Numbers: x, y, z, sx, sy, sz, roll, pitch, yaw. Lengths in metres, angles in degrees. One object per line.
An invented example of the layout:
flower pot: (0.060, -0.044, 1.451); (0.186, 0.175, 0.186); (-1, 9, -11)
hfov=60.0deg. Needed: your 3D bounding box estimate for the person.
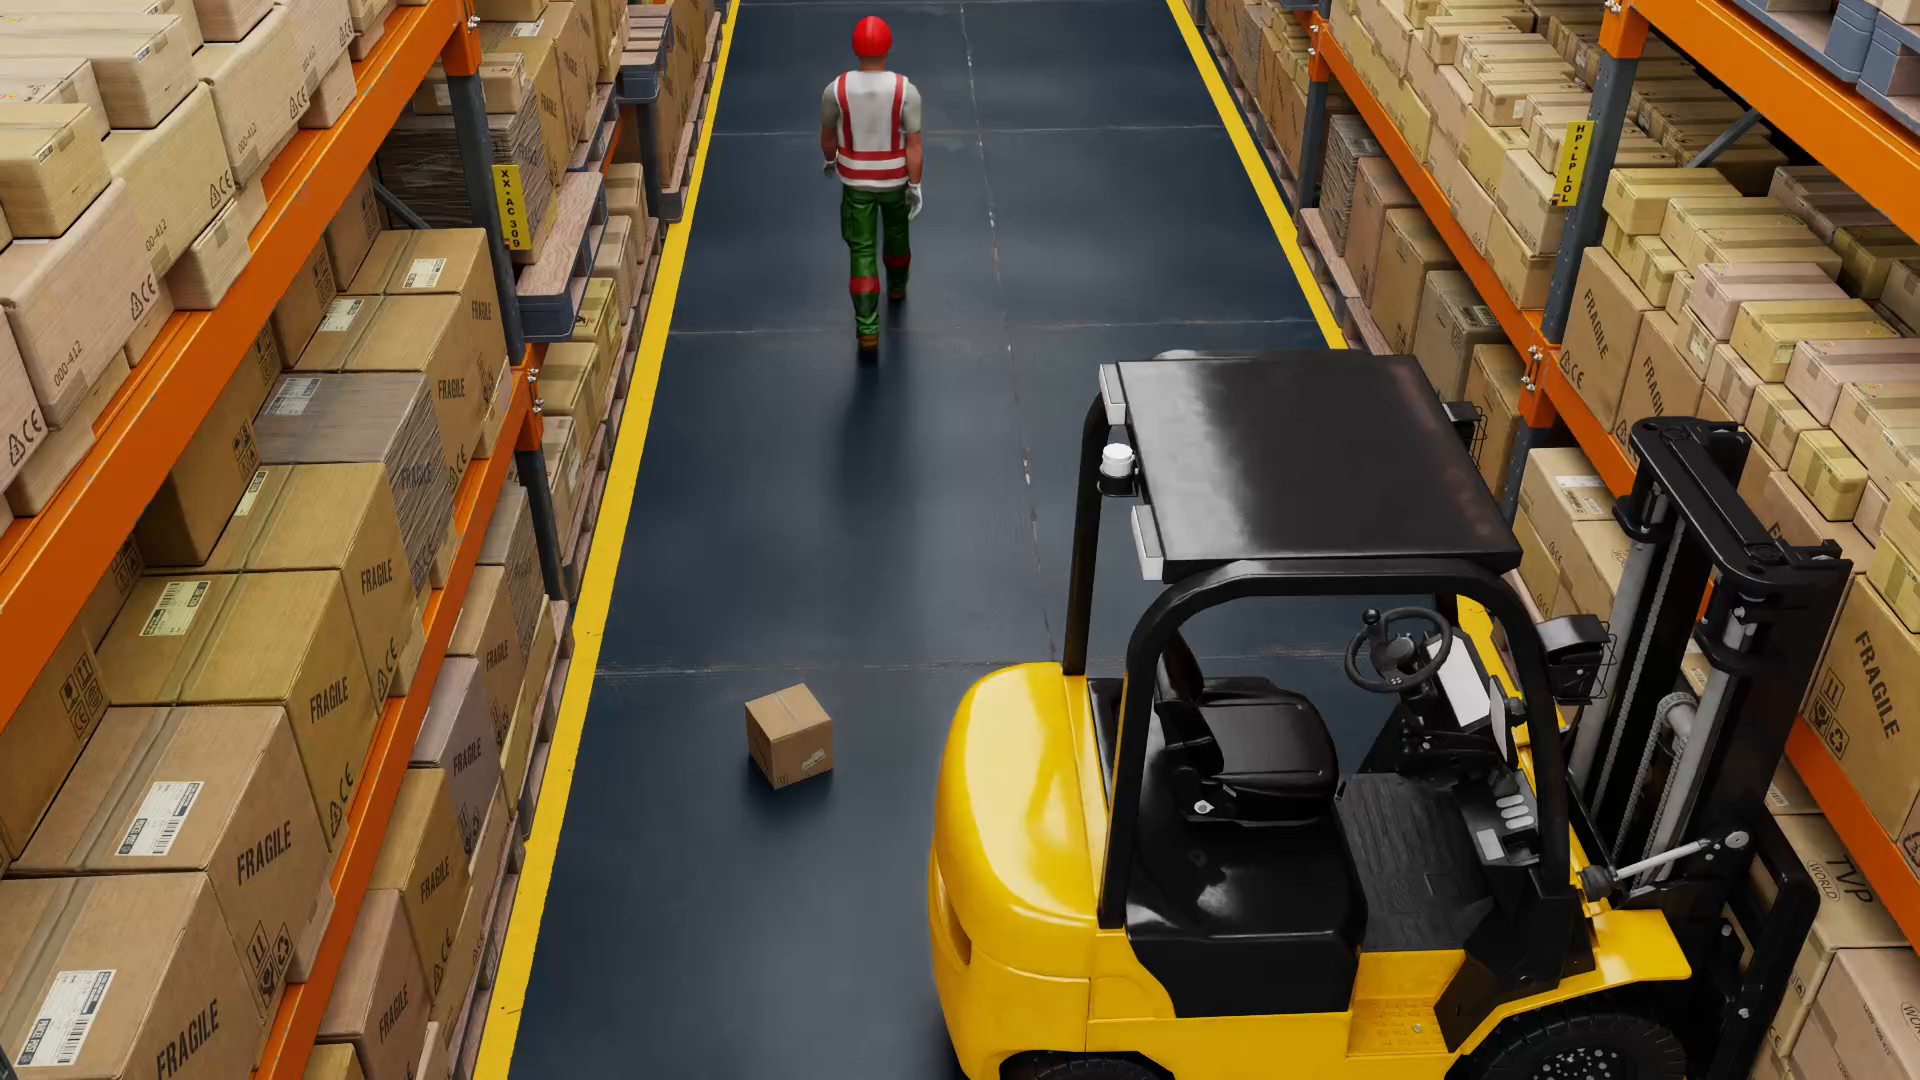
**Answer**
person: (-0.473, -1.980, 8.968); (0.547, 1.747, 1.035); (-1, 35, -2)
